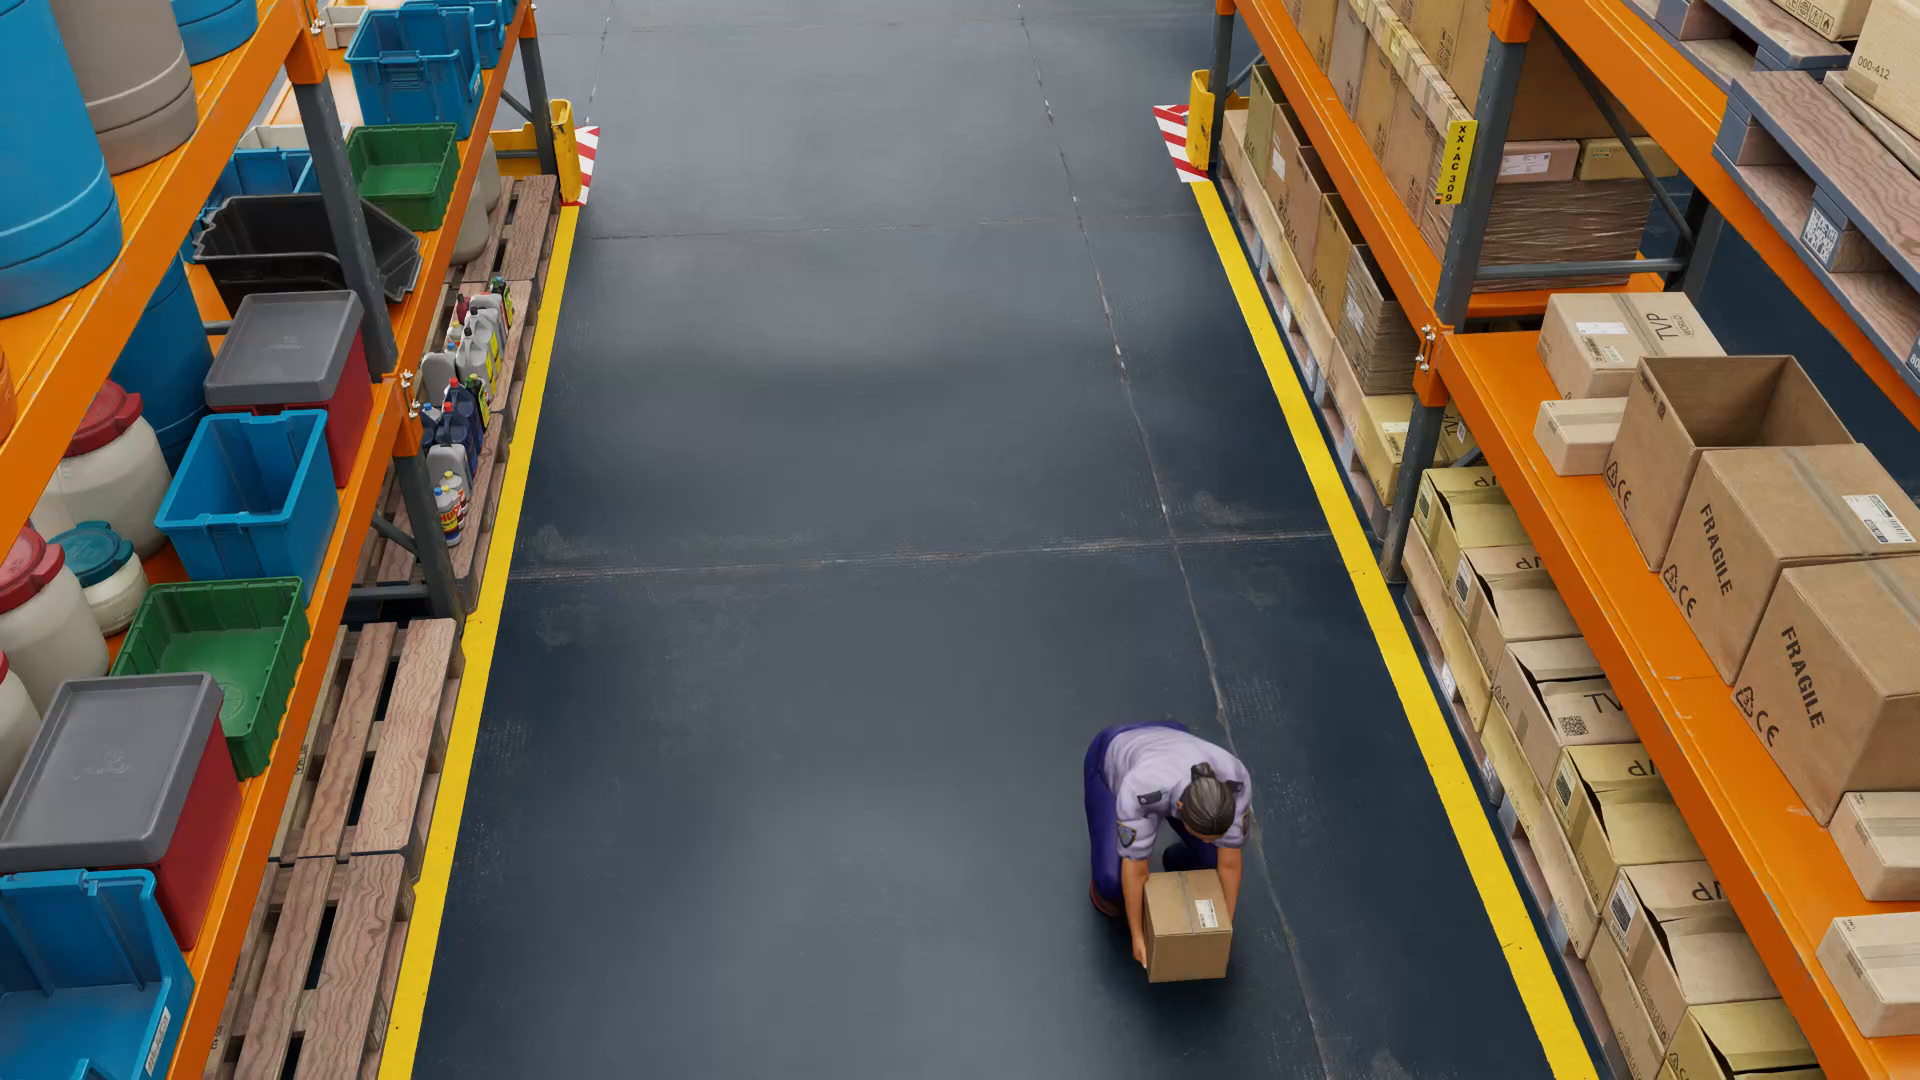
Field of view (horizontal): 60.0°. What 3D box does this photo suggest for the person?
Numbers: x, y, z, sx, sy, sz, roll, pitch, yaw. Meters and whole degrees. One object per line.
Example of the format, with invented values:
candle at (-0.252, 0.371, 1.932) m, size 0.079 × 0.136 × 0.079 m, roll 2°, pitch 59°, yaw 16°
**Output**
person at (0.683, 0.944, 5.577) m, size 0.499 × 0.951 × 0.828 m, roll -4°, pitch 40°, yaw -5°
